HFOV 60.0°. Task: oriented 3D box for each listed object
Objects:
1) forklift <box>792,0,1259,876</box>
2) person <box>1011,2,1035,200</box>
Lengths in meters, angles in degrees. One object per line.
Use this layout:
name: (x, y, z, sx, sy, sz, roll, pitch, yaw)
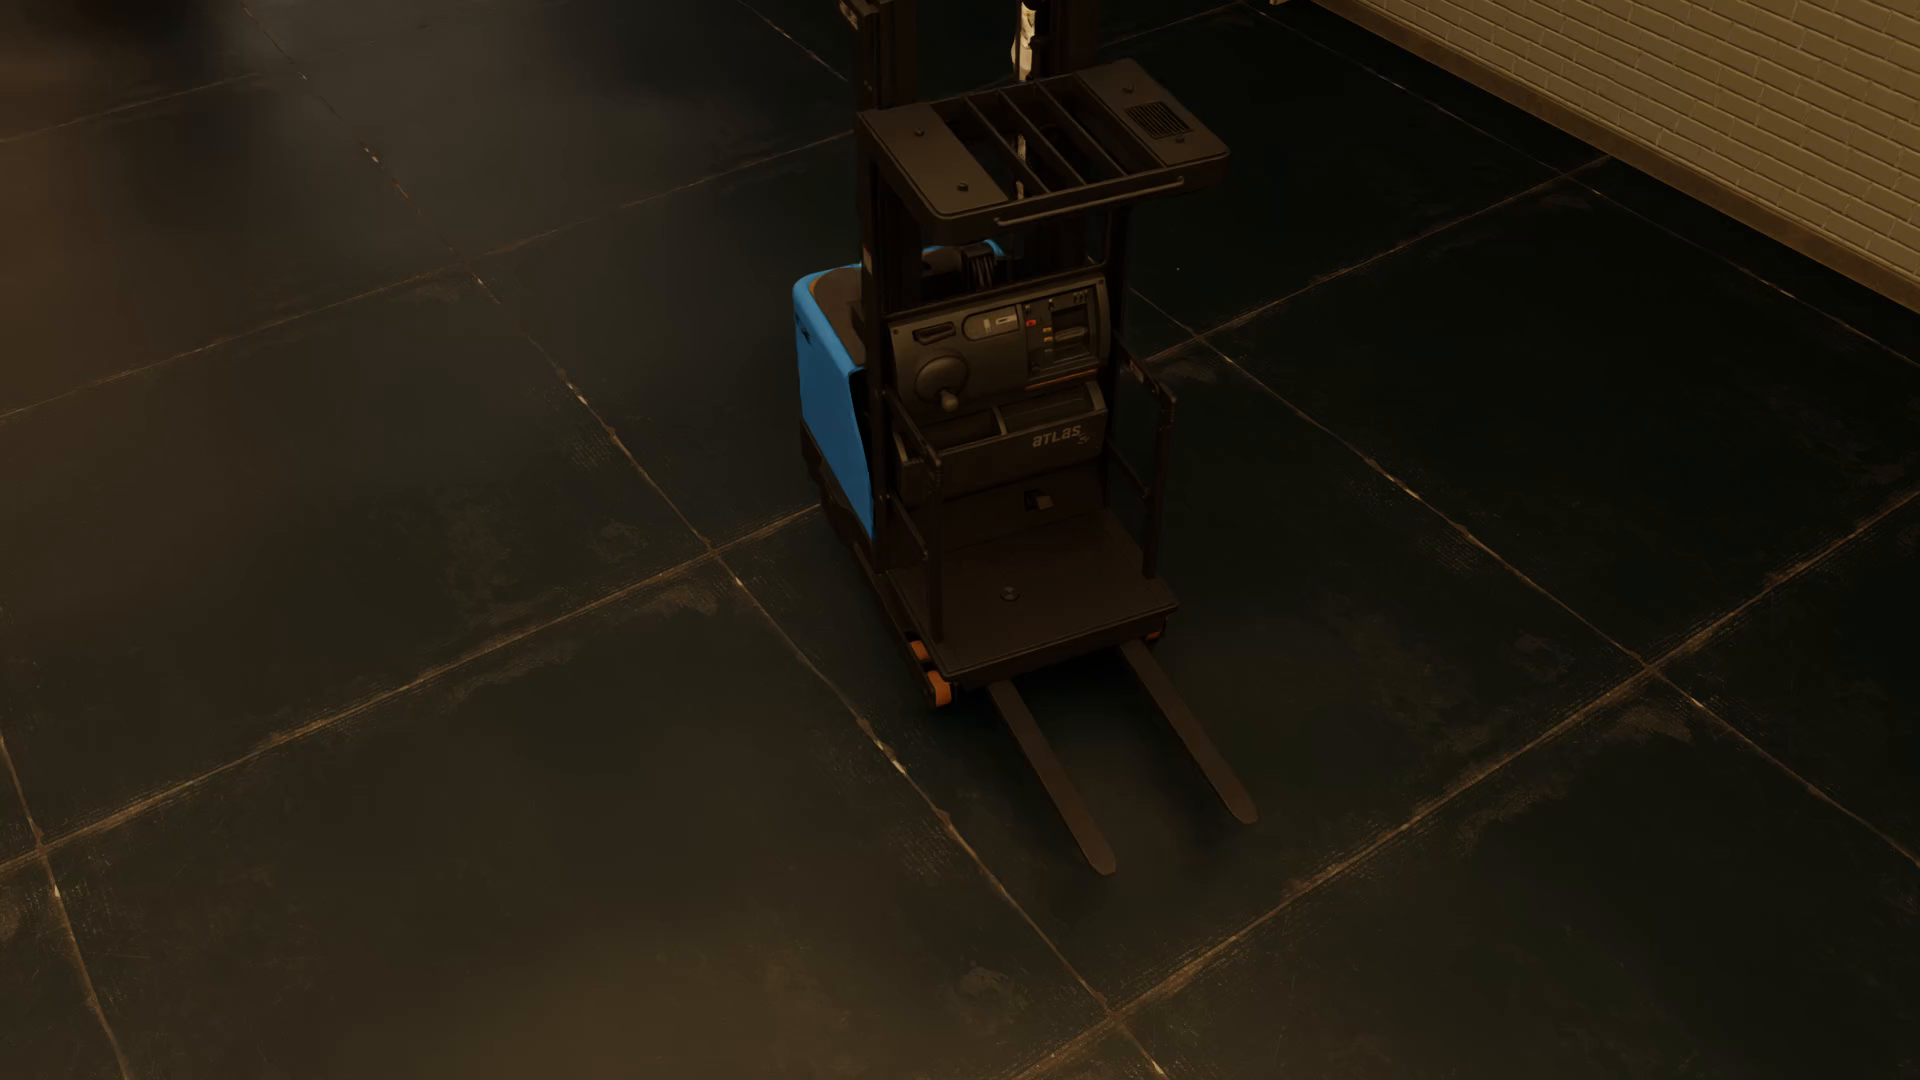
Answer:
forklift: (0.254, -0.696, 6.471, 1.130, 2.935, 3.031, -16, 45, -17)
person: (0.455, -2.737, 9.605, 0.332, 1.691, 0.469, -1, 43, -1)
